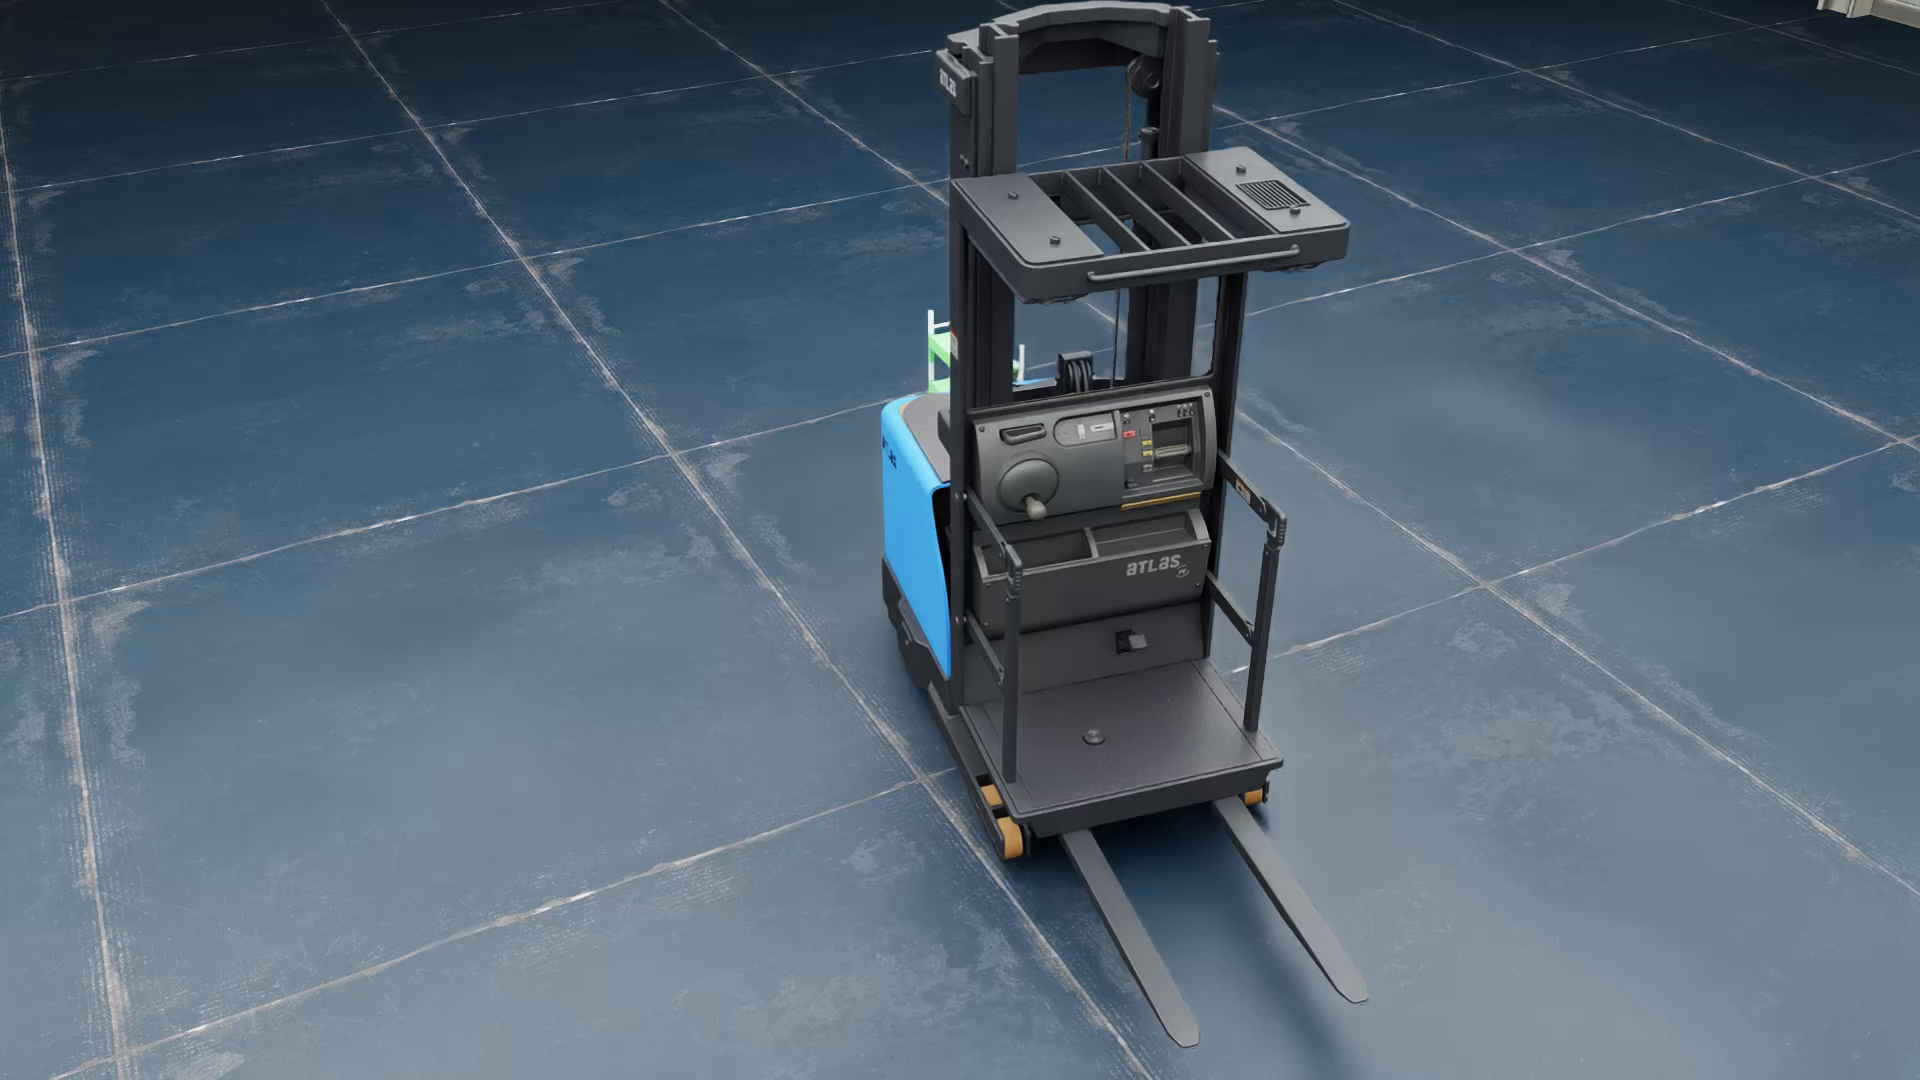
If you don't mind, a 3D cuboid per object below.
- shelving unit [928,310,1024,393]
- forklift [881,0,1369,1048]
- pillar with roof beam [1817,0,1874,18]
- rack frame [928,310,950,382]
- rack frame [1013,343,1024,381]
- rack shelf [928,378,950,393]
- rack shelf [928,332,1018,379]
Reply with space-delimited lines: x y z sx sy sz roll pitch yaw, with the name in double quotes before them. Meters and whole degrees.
"shelving unit" 0.068 -0.459 7.855 0.258 1.200 0.503 -14 35 -21
"forklift" 0.573 -0.258 5.936 1.130 2.935 3.031 -10 34 -15
"pillar with roof beam" 4.899 -7.915 12.263 9.100 9.000 0.400 -16 36 -23
"rack frame" -0.036 -0.578 8.041 0.240 1.200 0.015 -14 35 -21
"rack frame" 0.171 -0.340 7.668 0.240 1.200 0.015 -14 35 -21
"rack shelf" 0.068 -0.608 7.760 0.258 0.148 0.480 -14 35 -21
"rack shelf" 0.068 -0.810 7.630 0.258 0.148 0.480 -14 35 -21
